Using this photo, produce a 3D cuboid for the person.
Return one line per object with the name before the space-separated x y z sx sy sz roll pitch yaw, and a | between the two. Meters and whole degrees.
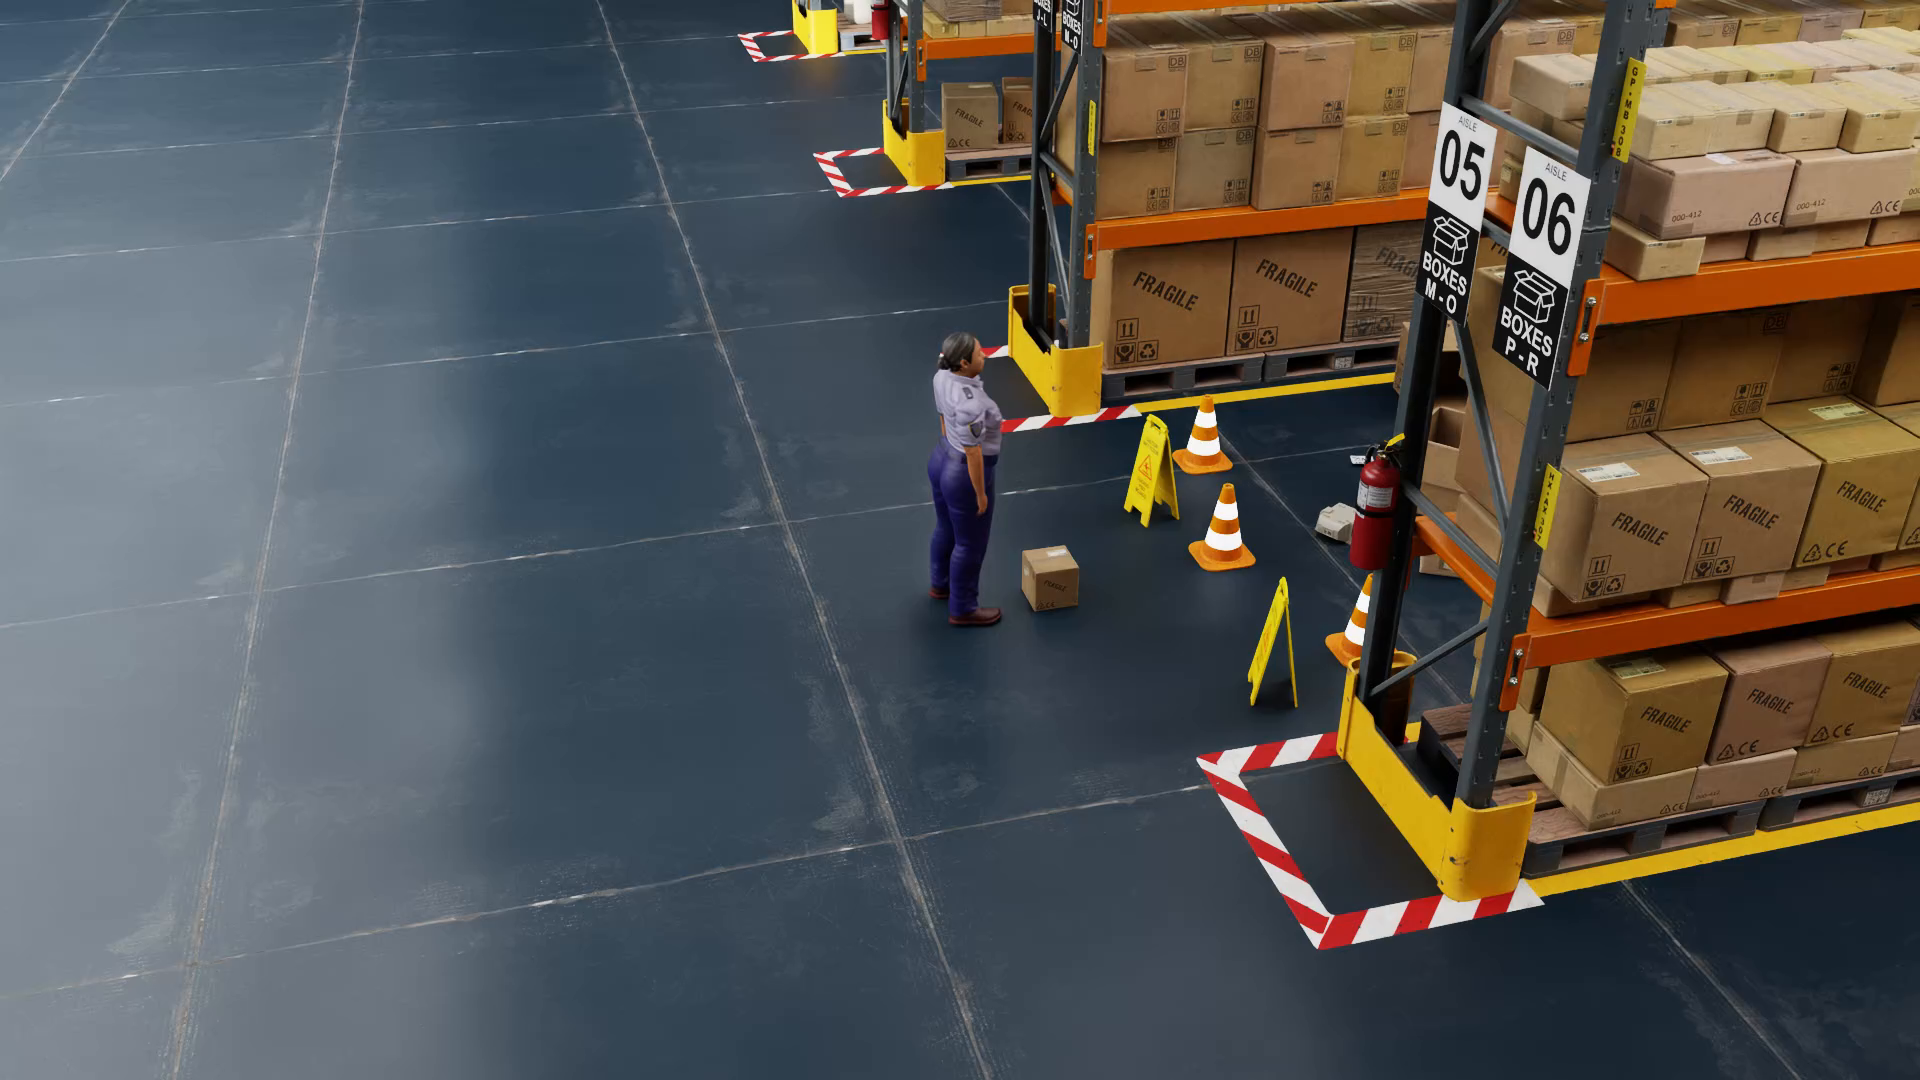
person | 0.028 -0.333 8.801 0.351 1.670 0.506 -12 32 -19
